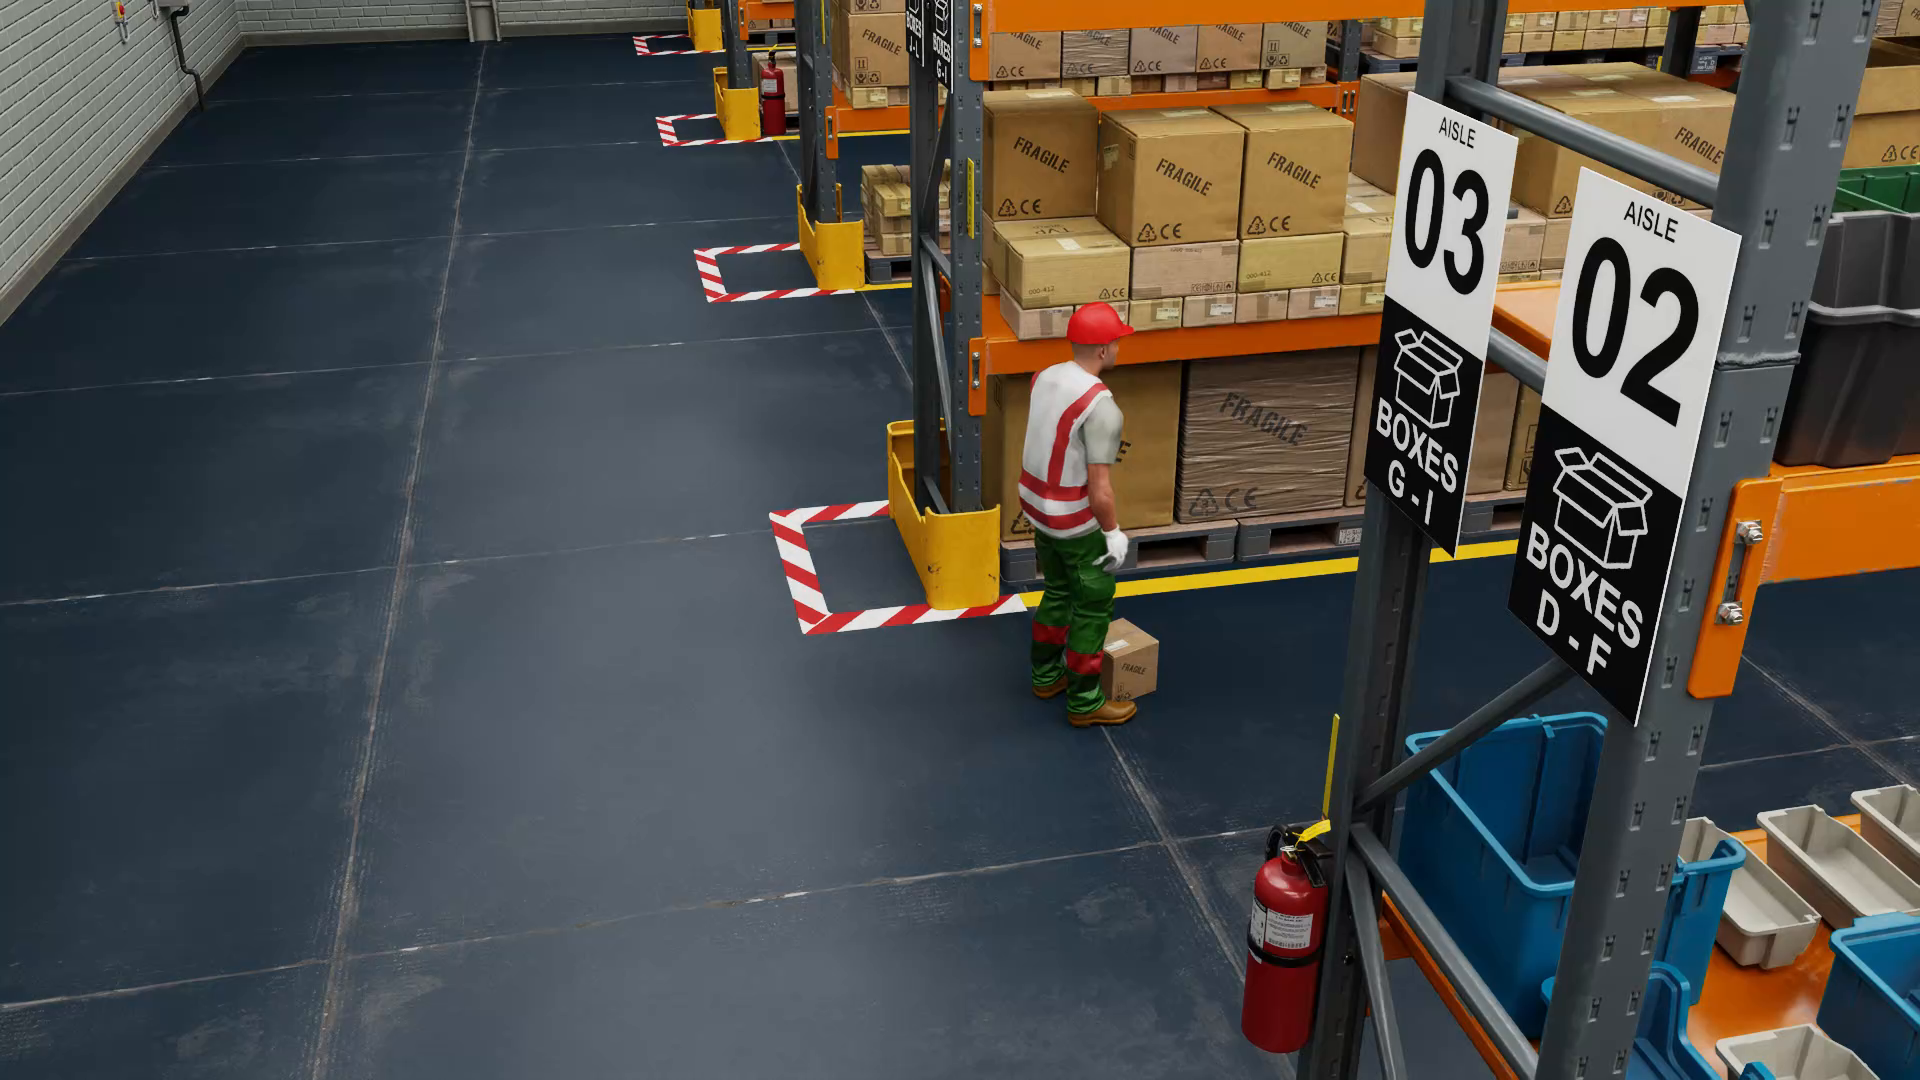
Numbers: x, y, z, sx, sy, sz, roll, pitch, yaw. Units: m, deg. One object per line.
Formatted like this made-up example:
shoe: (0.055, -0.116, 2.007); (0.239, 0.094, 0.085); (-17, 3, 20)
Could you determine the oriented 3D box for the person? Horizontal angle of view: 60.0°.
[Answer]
person: (0.488, -0.097, 6.794); (0.453, 1.778, 0.595); (-13, 29, -25)
